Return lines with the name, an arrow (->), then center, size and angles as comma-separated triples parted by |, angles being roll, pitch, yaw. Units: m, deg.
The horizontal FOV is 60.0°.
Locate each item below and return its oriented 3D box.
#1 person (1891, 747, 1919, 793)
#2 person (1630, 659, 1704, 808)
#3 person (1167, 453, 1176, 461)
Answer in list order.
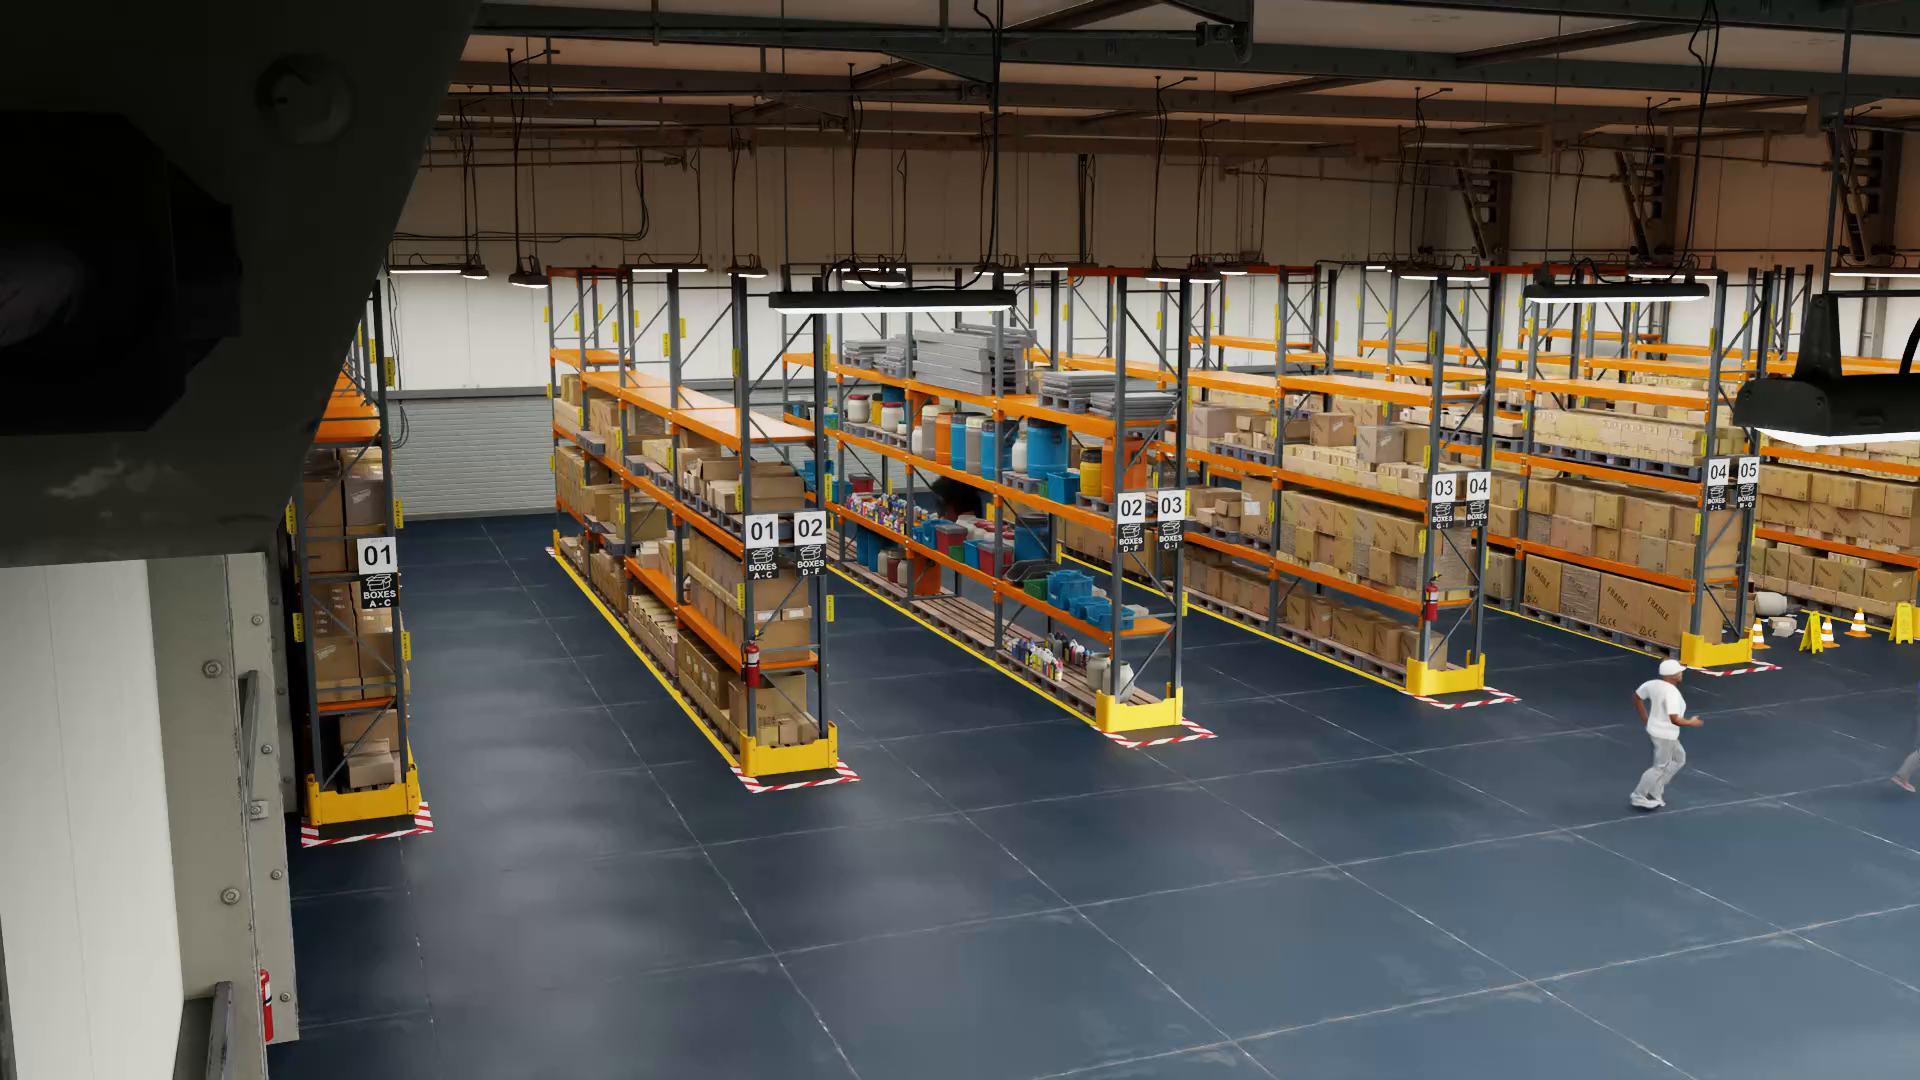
person -> 11.342, 2.196, 19.274 | 0.863, 1.690, 0.547 | 1, 10, 5
person -> 8.029, 2.227, 18.887 | 0.704, 1.783, 0.691 | 1, 10, 7
person -> 4.828, -1.155, 38.232 | 0.672, 1.773, 0.704 | -2, 10, -13
